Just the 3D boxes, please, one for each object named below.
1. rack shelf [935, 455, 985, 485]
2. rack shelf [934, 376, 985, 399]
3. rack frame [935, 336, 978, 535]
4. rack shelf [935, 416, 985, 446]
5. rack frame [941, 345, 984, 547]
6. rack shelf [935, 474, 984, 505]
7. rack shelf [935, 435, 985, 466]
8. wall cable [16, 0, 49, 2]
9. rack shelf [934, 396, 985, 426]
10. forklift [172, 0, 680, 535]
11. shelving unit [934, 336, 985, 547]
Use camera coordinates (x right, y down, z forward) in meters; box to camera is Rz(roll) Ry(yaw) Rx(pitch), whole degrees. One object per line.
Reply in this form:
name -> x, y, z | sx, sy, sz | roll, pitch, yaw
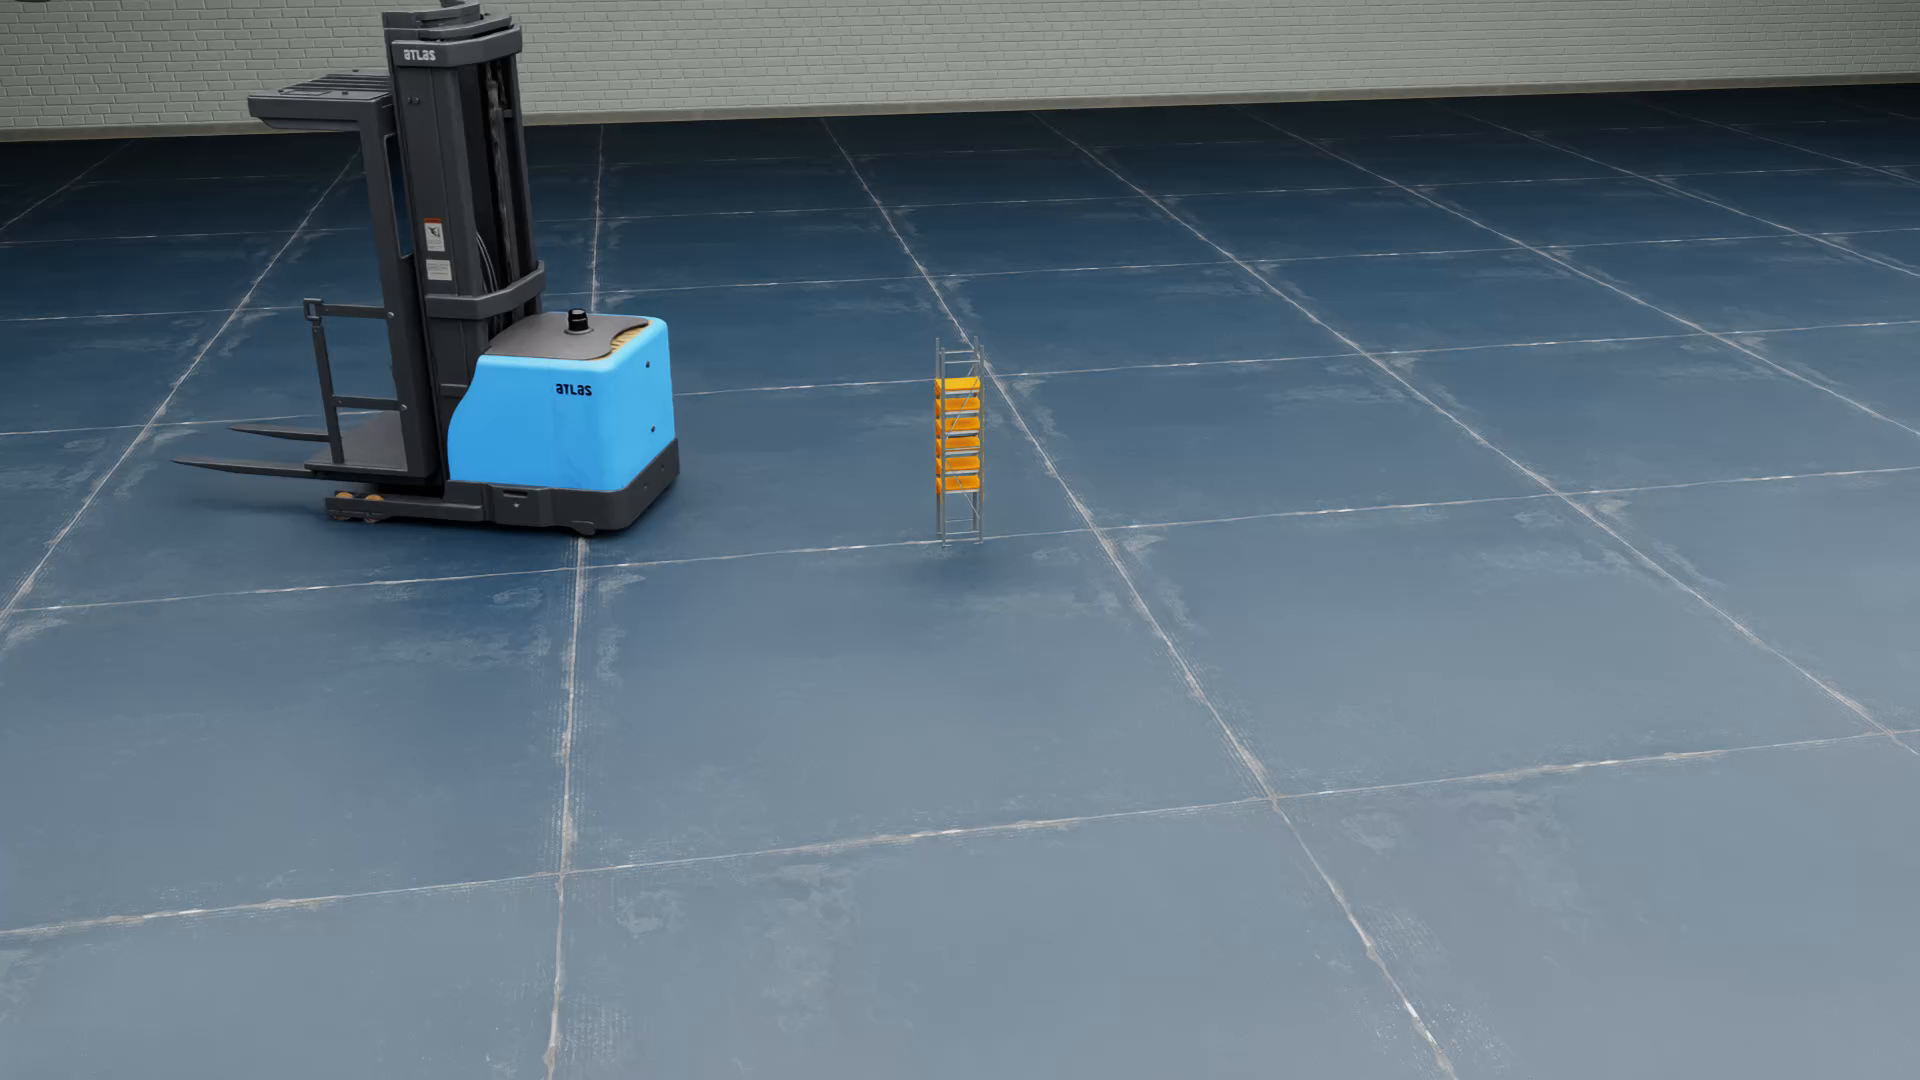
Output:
rack shelf -> -0.003, -0.405, 9.589 | 0.258, 0.103, 0.180 | -4, 24, -10
rack shelf -> -0.003, -0.845, 9.397 | 0.258, 0.103, 0.180 | -4, 24, -10
rack frame -> -0.020, -0.592, 9.605 | 0.240, 1.200, 0.006 | -4, 24, -10
rack shelf -> -0.003, -0.625, 9.493 | 0.258, 0.103, 0.180 | -4, 24, -10
rack frame -> 0.014, -0.520, 9.440 | 0.240, 1.200, 0.006 | -4, 24, -10
rack shelf -> -0.003, -0.295, 9.637 | 0.258, 0.103, 0.180 | -4, 24, -10
rack shelf -> -0.003, -0.515, 9.541 | 0.258, 0.103, 0.180 | -4, 24, -10
wall cable -> -12.773, -7.829, 20.312 | 3.097, 2.526, 0.112 | -4, 24, -10
rack shelf -> -0.003, -0.735, 9.445 | 0.258, 0.103, 0.180 | -4, 24, -10
forklift -> -3.345, -1.648, 9.860 | 3.031, 2.935, 1.130 | 4, 24, 10
shelving unit -> -0.003, -0.556, 9.523 | 0.258, 1.200, 0.189 | -4, 24, -10
